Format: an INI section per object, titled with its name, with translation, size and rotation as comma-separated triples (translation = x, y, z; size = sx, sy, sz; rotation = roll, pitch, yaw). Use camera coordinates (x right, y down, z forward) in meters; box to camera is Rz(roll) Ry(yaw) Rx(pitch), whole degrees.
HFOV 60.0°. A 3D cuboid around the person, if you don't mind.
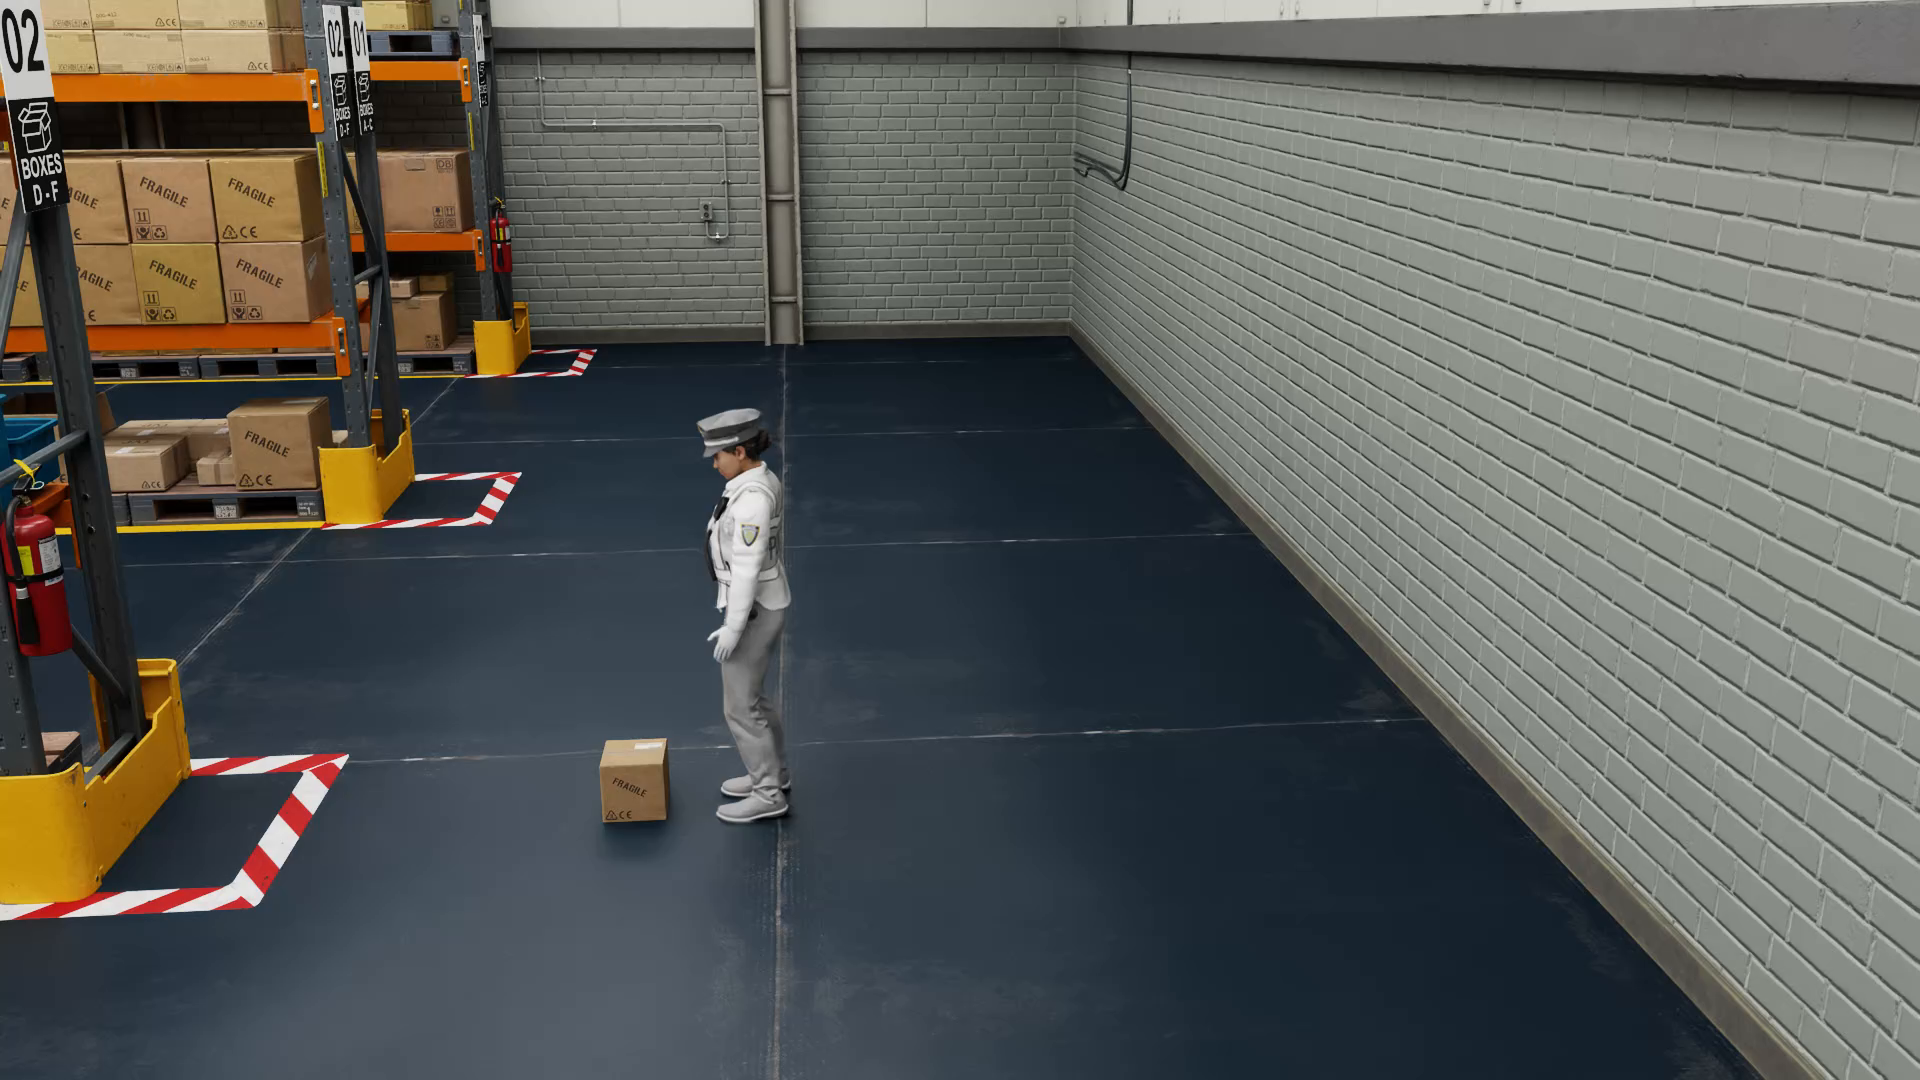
[person]
translation = -0.834, 0.301, 6.571
size = 0.338, 1.659, 0.477
rotation = -1, 17, -4
